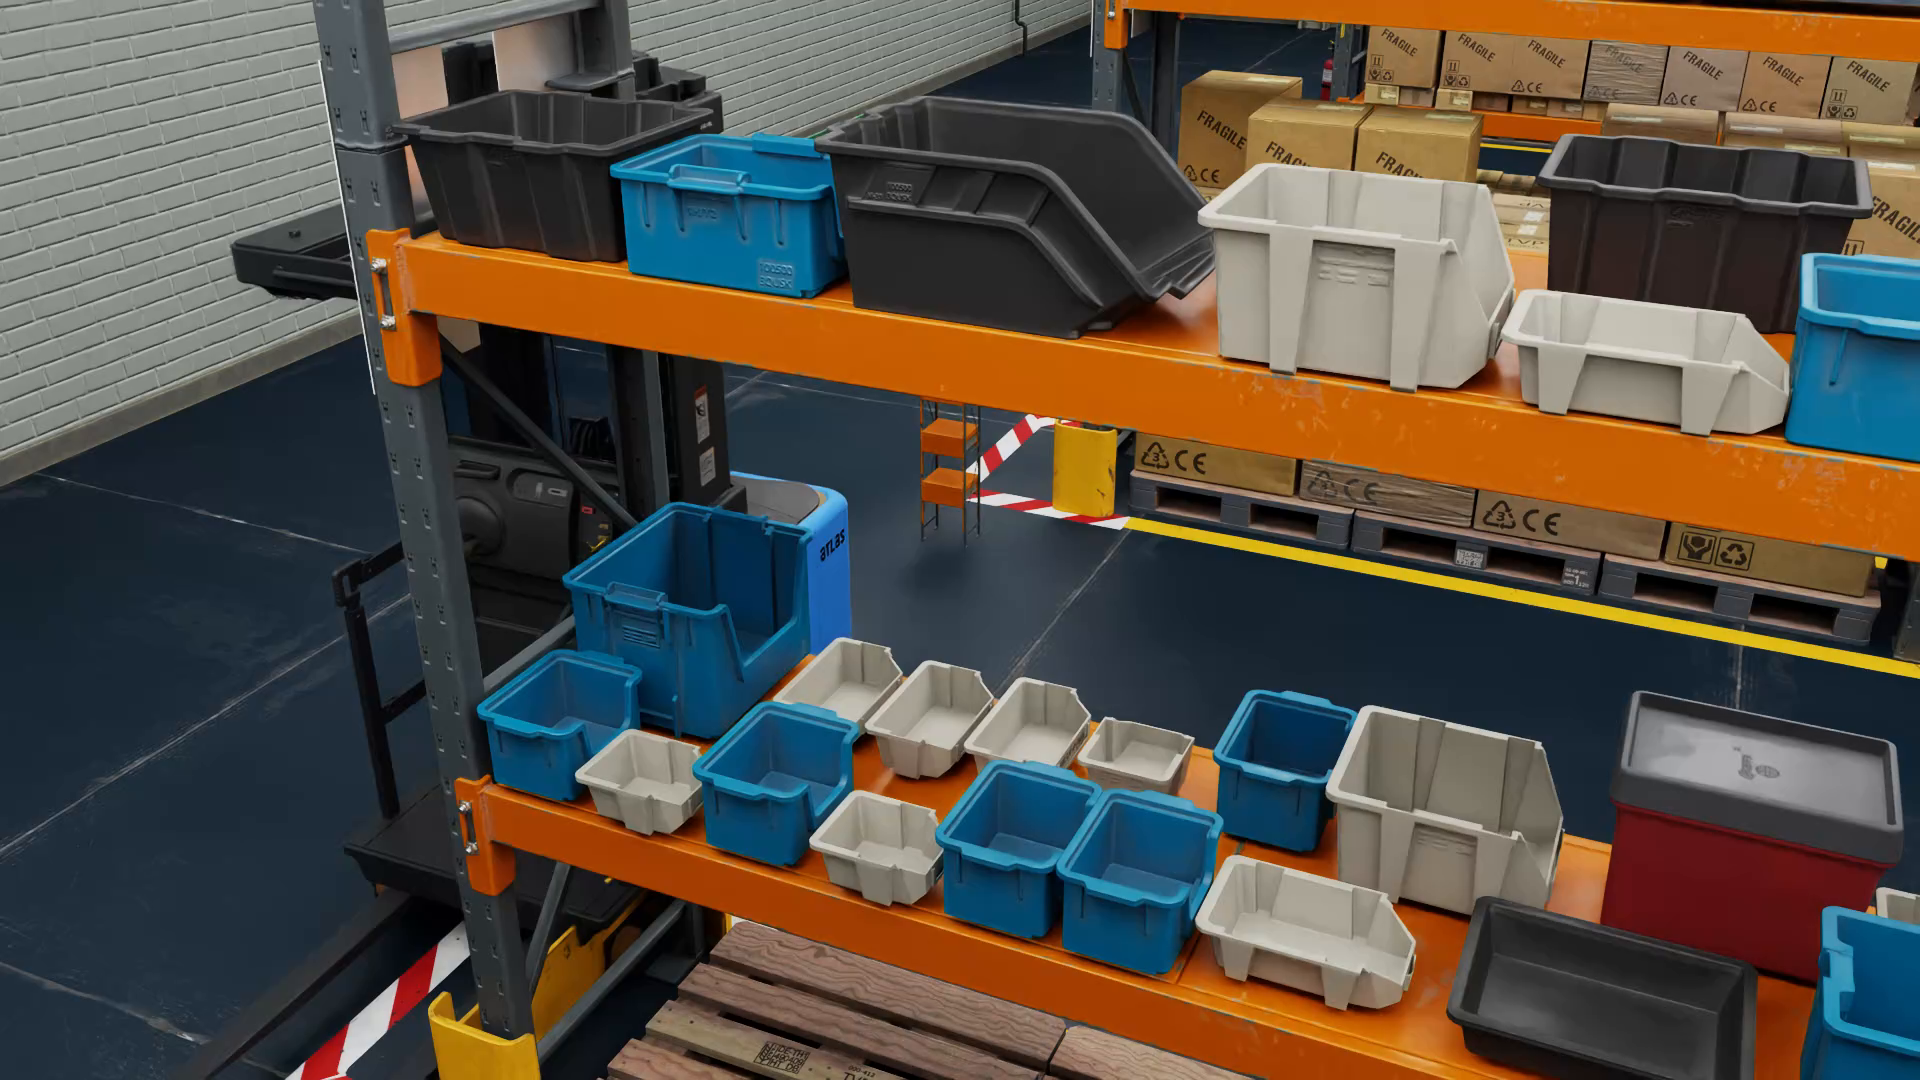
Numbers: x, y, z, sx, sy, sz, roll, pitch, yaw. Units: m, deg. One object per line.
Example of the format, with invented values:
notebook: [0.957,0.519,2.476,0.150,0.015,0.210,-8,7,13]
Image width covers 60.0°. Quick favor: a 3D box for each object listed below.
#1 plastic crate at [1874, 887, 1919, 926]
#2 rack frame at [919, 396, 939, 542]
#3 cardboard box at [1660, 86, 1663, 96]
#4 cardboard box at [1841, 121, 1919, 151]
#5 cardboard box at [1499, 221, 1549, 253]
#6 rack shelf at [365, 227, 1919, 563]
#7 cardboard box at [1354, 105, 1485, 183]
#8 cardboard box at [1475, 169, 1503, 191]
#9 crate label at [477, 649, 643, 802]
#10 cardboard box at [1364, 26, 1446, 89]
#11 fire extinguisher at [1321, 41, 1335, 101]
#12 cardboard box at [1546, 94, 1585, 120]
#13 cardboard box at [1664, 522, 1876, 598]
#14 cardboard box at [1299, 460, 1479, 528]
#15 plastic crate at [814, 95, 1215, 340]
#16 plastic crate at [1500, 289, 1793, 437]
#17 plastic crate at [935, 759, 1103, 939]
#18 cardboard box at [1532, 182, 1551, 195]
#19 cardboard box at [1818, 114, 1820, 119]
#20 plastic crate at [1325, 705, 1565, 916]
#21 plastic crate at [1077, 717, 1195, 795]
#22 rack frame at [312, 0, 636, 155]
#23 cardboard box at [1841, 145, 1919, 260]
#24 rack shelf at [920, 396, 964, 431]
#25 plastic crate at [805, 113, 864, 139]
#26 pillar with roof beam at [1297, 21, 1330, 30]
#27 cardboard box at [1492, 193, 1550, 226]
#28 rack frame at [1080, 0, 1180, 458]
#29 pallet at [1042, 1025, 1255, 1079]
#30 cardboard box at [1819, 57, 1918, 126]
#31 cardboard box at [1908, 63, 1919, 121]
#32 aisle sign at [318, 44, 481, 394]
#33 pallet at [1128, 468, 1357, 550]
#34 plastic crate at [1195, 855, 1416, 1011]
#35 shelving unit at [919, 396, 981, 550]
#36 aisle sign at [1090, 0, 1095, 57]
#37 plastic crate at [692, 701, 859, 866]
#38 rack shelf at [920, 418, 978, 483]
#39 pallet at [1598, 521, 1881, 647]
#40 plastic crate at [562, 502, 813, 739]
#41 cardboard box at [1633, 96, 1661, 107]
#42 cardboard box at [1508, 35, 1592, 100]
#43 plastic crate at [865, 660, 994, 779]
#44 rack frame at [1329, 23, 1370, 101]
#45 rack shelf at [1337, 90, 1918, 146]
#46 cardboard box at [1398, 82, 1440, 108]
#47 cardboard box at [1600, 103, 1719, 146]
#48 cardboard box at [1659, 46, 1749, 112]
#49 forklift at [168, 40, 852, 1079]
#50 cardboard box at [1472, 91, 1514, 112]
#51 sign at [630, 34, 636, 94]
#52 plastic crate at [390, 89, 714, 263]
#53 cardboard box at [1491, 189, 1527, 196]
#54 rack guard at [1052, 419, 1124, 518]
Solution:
plastic crate: [2.132,0.956,3.643,0.243,0.136,0.396,11,28,22]
rack frame: [-0.160,-0.503,8.583,0.008,1.050,0.200,11,28,22]
cardboard box: [5.087,-3.283,12.306,0.250,0.149,0.380,12,29,24]
cardboard box: [4.217,-1.577,7.542,0.500,0.500,0.500,11,28,22]
cardboard box: [2.640,-1.307,7.841,0.500,0.250,0.500,11,28,21]
rack shelf: [0.676,-0.382,3.548,4.000,0.370,1.077,11,28,22]
cardboard box: [2.160,-1.738,7.869,0.500,0.500,0.500,11,28,20]
cardboard box: [4.131,-2.808,13.136,0.250,0.149,0.380,11,28,21]
crate label: [-1.056,0.501,4.457,0.303,0.233,0.416,11,28,22]
cardboard box: [3.345,-3.677,12.372,0.500,0.500,0.500,13,29,24]
fire extinguisher: [3.012,-3.721,13.422,0.183,0.674,0.296,11,28,22]
cardboard box: [4.424,-3.179,12.096,0.250,0.149,0.380,11,28,21]
cardboard box: [3.979,-0.373,8.041,0.875,0.875,0.875,11,28,22]
cardboard box: [2.350,-0.700,8.705,0.875,0.875,0.875,11,28,22]
plastic crate: [0.132,-0.652,3.353,0.767,0.338,0.504,11,28,22]
plastic crate: [1.181,-0.300,2.866,0.466,0.136,0.293,11,28,22]
plastic crate: [0.142,0.742,3.968,0.300,0.233,0.416,11,28,22]
cardboard box: [4.608,-2.708,12.933,0.250,0.149,0.380,12,29,24]
cardboard box: [5.837,-2.882,11.492,0.250,0.149,0.380,13,29,24]
plastic crate: [1.183,0.680,4.039,0.530,0.282,0.437,11,28,22]
plastic crate: [0.471,0.590,4.386,0.250,0.136,0.298,11,28,22]
rack frame: [-1.145,-2.416,3.469,0.127,3.000,1.000,11,28,22]
cardboard box: [4.018,-1.364,7.108,0.500,0.500,0.500,12,29,23]
rack shelf: [-0.049,-0.726,8.417,0.240,0.259,0.215,11,28,22]
plastic crate: [-0.129,-0.909,4.045,0.336,0.188,0.450,11,28,22]
pillar with roof beam: [3.196,-9.513,17.884,0.400,9.000,9.100,11,28,22]
cardboard box: [2.857,-1.521,8.276,0.500,0.250,0.500,11,28,22]
rack frame: [0.905,-1.716,8.839,0.127,3.000,1.000,11,28,22]
pallet: [0.696,1.917,4.618,1.213,0.211,1.003,11,28,22]
cardboard box: [6.135,-3.114,11.228,0.500,0.500,0.500,11,28,22]
cardboard box: [9.246,-4.123,15.659,0.875,0.875,0.875,12,29,23]
aisle sign: [-1.333,-0.784,4.004,0.004,0.787,0.394,11,28,22]
pallet: [1.666,-0.350,9.222,1.213,0.211,1.003,11,28,22]
plastic crate: [0.787,0.901,3.755,0.466,0.136,0.293,11,28,22]
shelving unit: [-0.049,-0.481,8.538,0.252,1.050,0.215,11,28,22]
aisle sign: [0.716,-2.775,8.047,0.004,0.787,0.394,11,28,22]
plastic crate: [-0.457,0.622,4.213,0.300,0.233,0.416,11,28,22]
rack shelf: [-0.049,-0.471,8.543,0.240,0.259,0.215,11,28,22]
pallet: [3.887,0.096,8.316,1.213,0.211,1.003,11,28,22]
plastic crate: [-0.763,0.219,4.801,0.499,0.435,0.616,11,28,22]
cardboard box: [4.882,-3.063,11.859,0.250,0.149,0.380,12,29,23]
cardboard box: [4.283,-3.495,12.002,0.500,0.500,0.500,12,29,22]
plastic crate: [-0.070,0.502,4.565,0.243,0.136,0.396,11,28,22]
rack frame: [3.051,-3.692,12.852,0.127,3.000,1.000,11,28,22]
rack shelf: [4.871,-3.003,12.269,4.000,0.370,1.077,11,28,22]
cardboard box: [3.459,-3.358,12.459,0.250,0.149,0.380,12,29,24]
cardboard box: [3.296,-1.764,7.921,0.500,0.500,0.500,10,28,20]
cardboard box: [5.210,-3.300,11.608,0.500,0.500,0.500,11,28,22]
forklift: [-1.475,-0.035,5.502,1.130,2.935,3.031,10,28,20]
cardboard box: [3.974,-3.295,12.331,0.250,0.149,0.380,13,29,24]
sign: [-0.932,-1.247,4.610,0.005,0.325,0.100,11,28,22]
plastic crate: [-0.910,-0.829,3.790,0.590,0.269,0.497,11,28,22]
cardboard box: [4.124,-2.524,12.559,0.250,0.149,0.380,10,28,19]
rack guard: [0.884,-0.599,9.400,0.348,0.500,1.175,11,28,22]
